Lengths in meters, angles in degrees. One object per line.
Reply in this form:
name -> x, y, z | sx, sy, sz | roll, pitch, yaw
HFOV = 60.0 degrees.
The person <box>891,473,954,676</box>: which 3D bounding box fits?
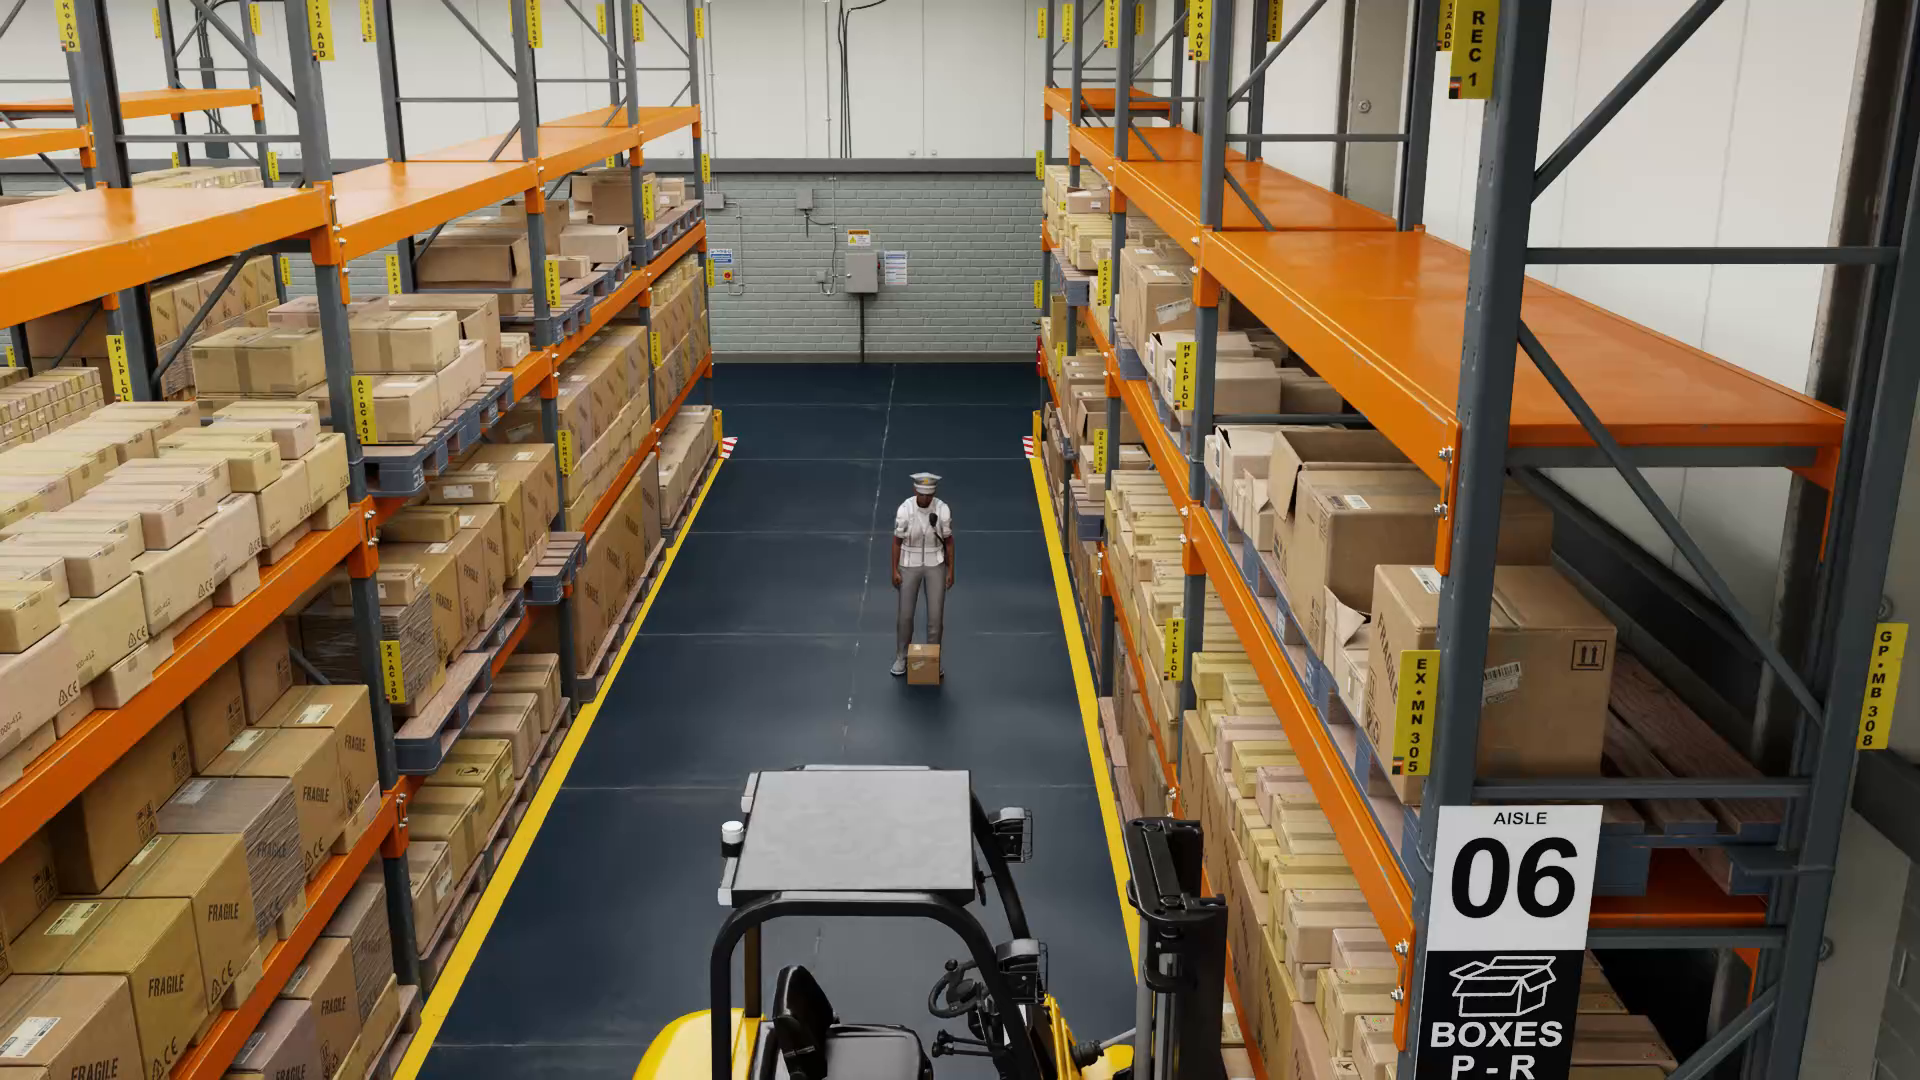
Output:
person -> -0.302, 0.254, 13.253 | 0.518, 1.658, 0.417 | -1, 17, -2
